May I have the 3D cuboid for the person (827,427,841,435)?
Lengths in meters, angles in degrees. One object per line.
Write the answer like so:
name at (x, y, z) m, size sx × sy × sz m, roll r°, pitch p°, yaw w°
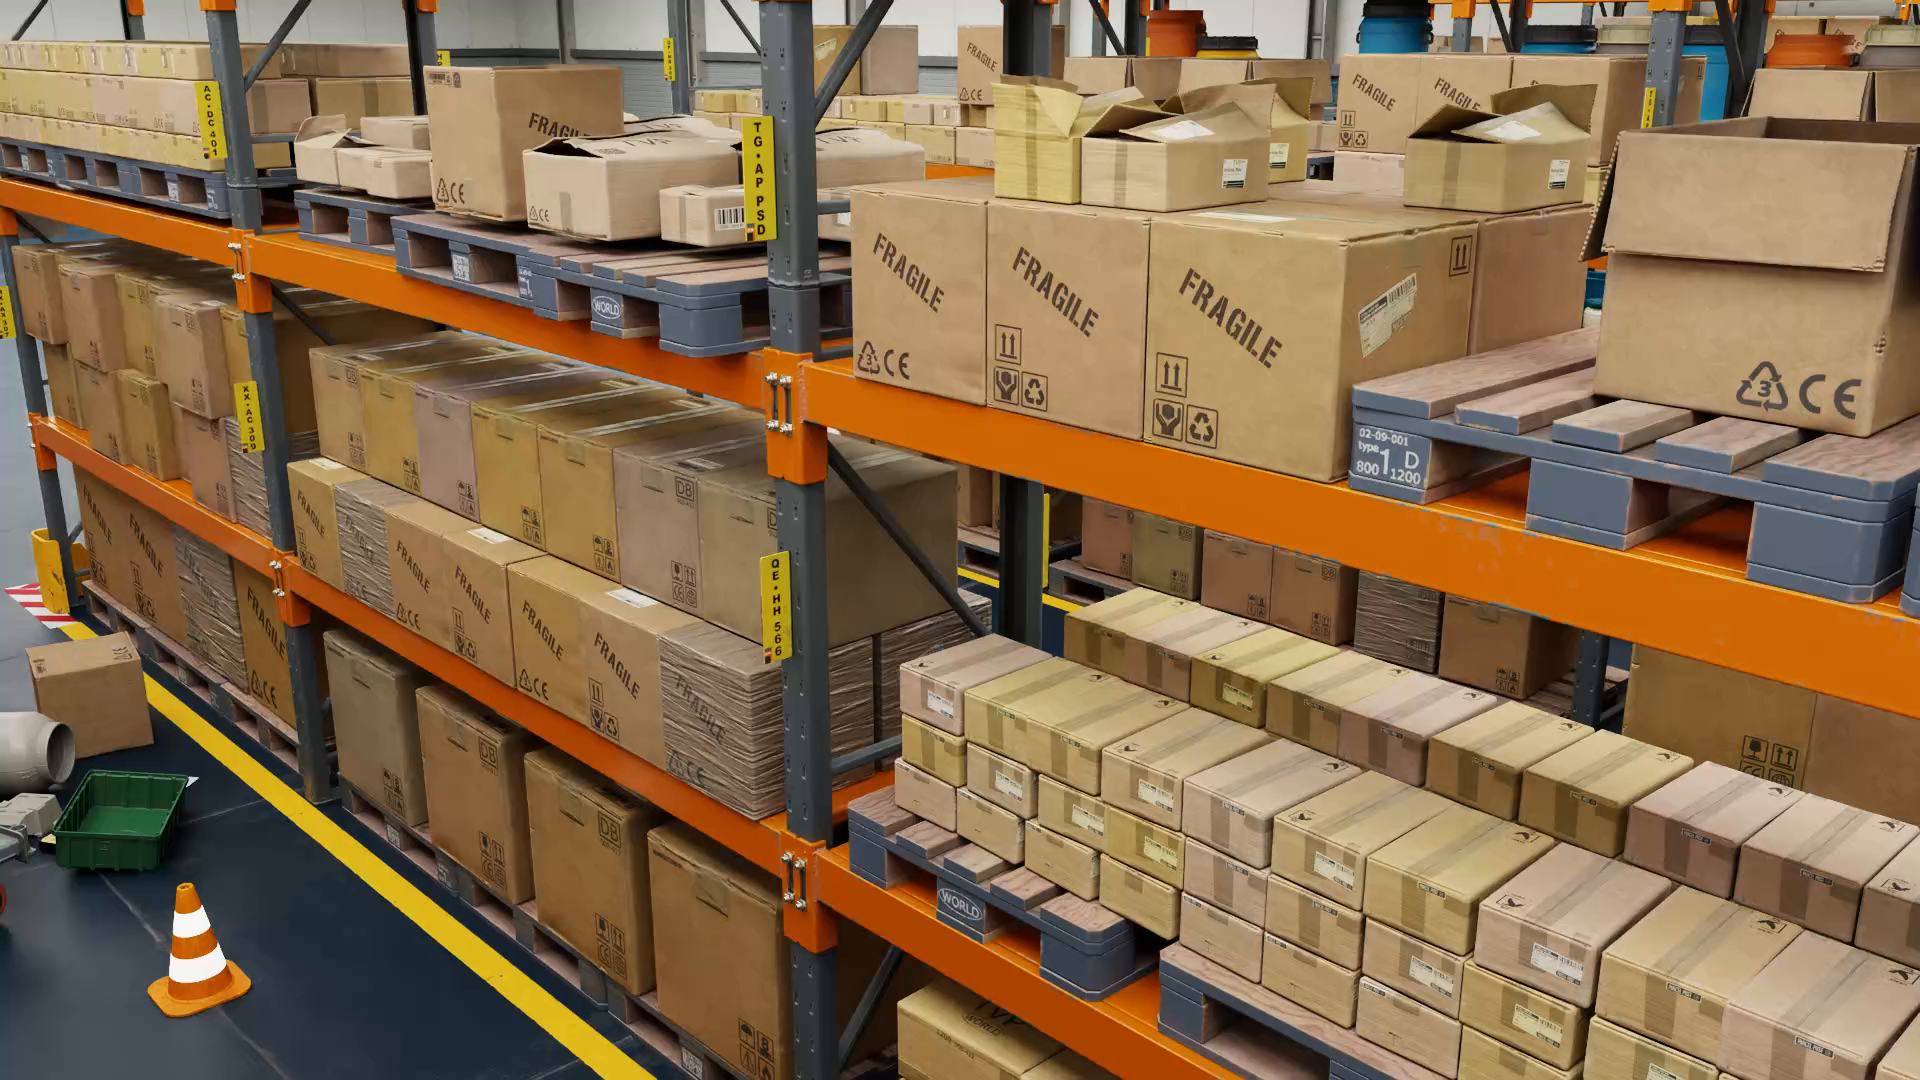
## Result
person at (-0.988, -0.119, 9.903) m, size 0.494 × 1.762 × 0.564 m, roll -15°, pitch 23°, yaw -41°
